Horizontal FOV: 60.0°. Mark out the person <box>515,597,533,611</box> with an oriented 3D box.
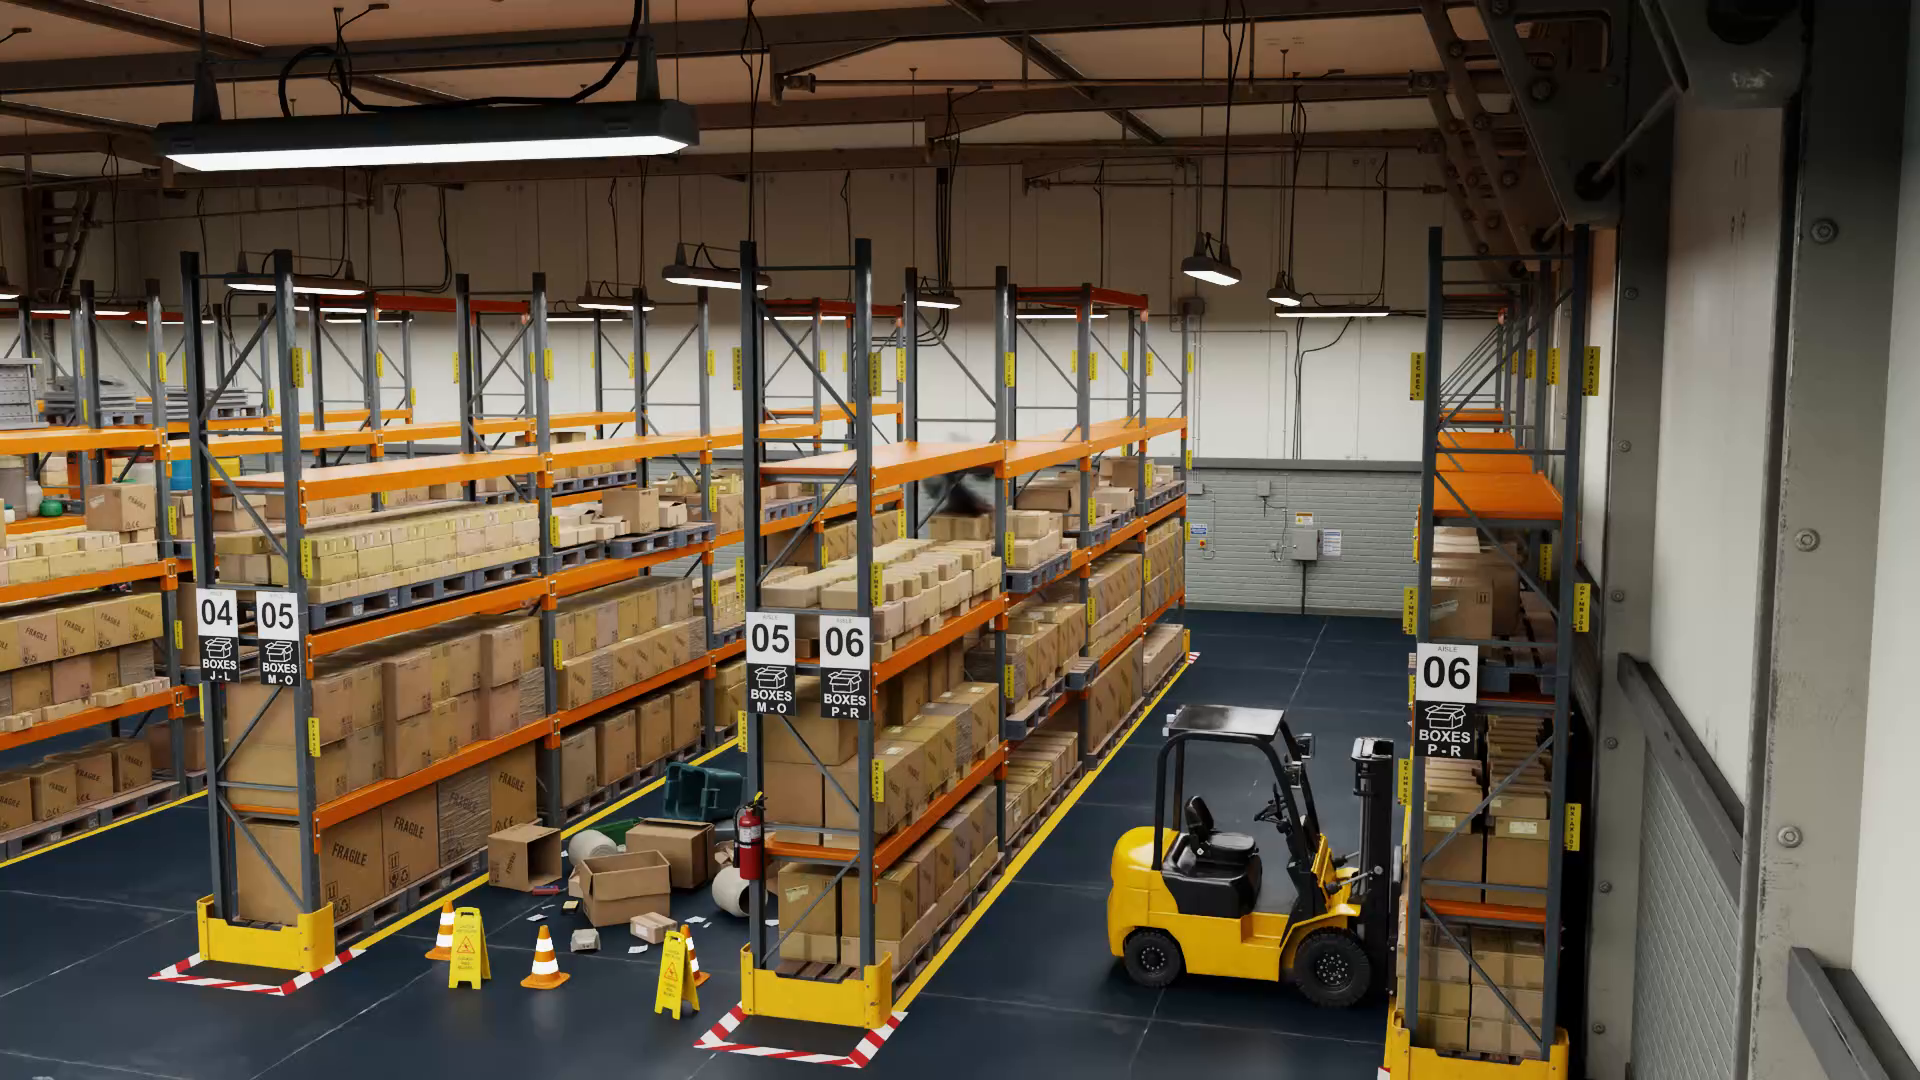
[{"bbox_3d":[-6.267,1.654,24.091,0.708,1.642,0.669,2,7,14],"label":"person"}]
